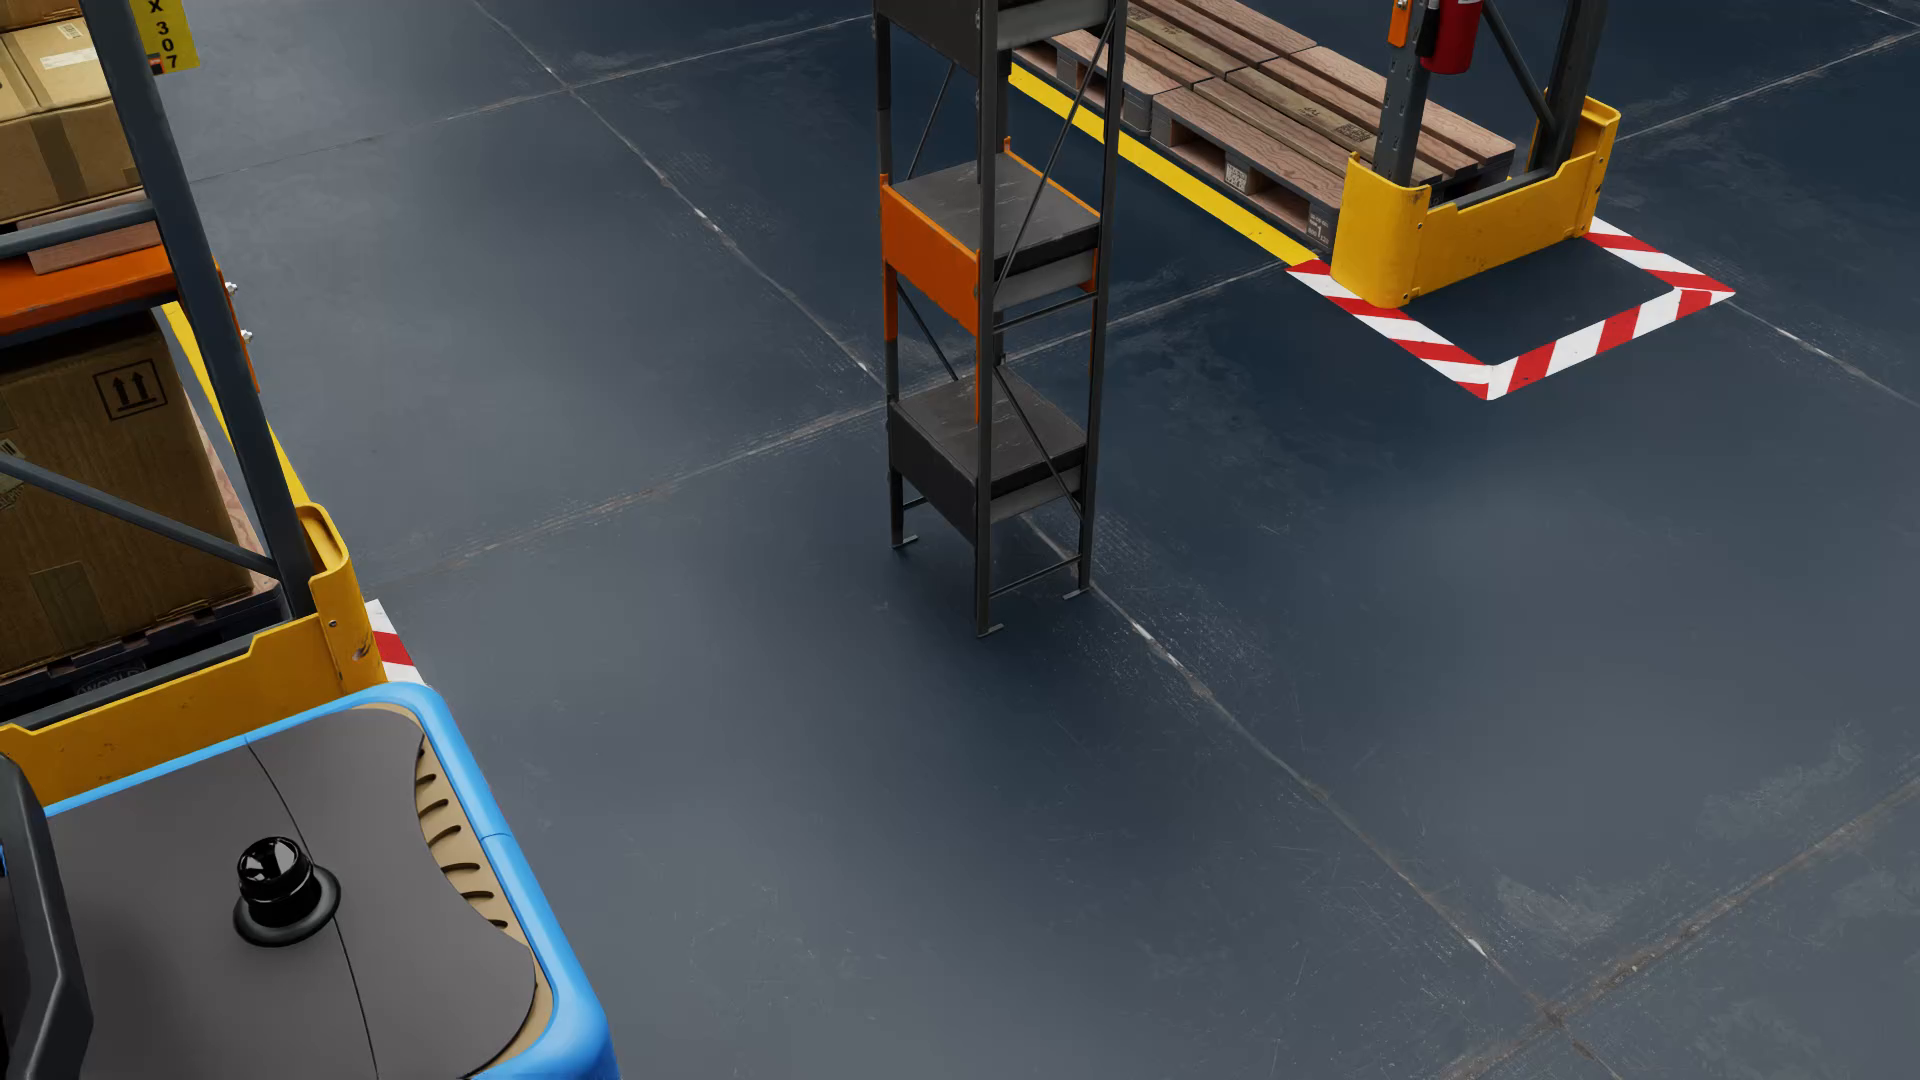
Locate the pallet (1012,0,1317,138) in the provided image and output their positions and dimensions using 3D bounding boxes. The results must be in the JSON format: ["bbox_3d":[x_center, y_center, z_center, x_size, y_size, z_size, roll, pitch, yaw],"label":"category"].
[{"bbox_3d":[0.917,-2.358,7.915,1.003,0.211,1.213,-22,45,-24],"label":"pallet"}]

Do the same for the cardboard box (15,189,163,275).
[{"bbox_3d":[-2.109,-0.817,4.083,0.380,0.149,0.250,-22,44,-24],"label":"cardboard box"}]

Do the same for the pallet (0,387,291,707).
[{"bbox_3d":[-2.692,0.059,5.015,1.003,0.211,1.213,-22,45,-24],"label":"pallet"}]

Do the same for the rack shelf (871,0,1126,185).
[{"bbox_3d":[0.089,-1.245,4.031,0.431,0.518,0.480,-22,45,-24],"label":"rack shelf"}]

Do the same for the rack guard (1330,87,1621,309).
[{"bbox_3d":[2.004,-1.344,6.473,1.175,0.500,0.348,-22,45,-24],"label":"rack guard"}]

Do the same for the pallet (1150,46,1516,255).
[{"bbox_3d":[1.569,-1.700,7.125,1.003,0.211,1.213,-22,45,-24],"label":"pallet"}]

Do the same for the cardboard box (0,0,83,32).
[{"bbox_3d":[-2.496,-1.575,4.096,0.500,0.500,0.500,-23,45,-25],"label":"cardboard box"}]

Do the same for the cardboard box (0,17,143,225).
[{"bbox_3d":[-2.227,-1.017,4.012,0.500,0.250,0.500,-23,45,-25],"label":"cardboard box"}]

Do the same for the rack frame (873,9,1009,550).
[{"bbox_3d":[-0.042,-0.849,4.629,0.400,2.100,0.015,-22,45,-24],"label":"rack frame"}]

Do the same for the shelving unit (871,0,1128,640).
[{"bbox_3d":[0.089,-0.717,4.471,0.431,2.100,0.503,-22,45,-24],"label":"shelving unit"}]

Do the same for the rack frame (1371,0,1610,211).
[{"bbox_3d":[1.980,-2.313,5.683,1.000,3.000,0.127,-22,45,-24],"label":"rack frame"}]

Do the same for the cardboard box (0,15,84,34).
[{"bbox_3d":[-2.512,-1.295,4.346,0.500,0.250,0.500,-23,45,-25],"label":"cardboard box"}]

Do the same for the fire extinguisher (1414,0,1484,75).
[{"bbox_3d":[1.678,-1.902,5.541,0.296,0.674,0.183,-22,45,-24],"label":"fire extinguisher"}]

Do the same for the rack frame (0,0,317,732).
[{"bbox_3d":[-2.196,-0.608,3.637,1.000,3.000,0.127,-22,45,-24],"label":"rack frame"}]

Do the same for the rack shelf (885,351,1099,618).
[{"bbox_3d":[0.089,-0.169,4.927,0.431,0.518,0.480,-22,45,-24],"label":"rack shelf"}]

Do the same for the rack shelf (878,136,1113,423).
[{"bbox_3d":[0.089,-0.707,4.479,0.431,0.518,0.480,-22,45,-24],"label":"rack shelf"}]

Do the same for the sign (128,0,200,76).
[{"bbox_3d":[-1.725,-1.159,3.559,0.100,0.325,0.005,-22,45,-24],"label":"sign"}]

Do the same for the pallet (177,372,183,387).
[{"bbox_3d":[-3.344,-0.599,5.804,1.003,0.211,1.213,-22,45,-24],"label":"pallet"}]

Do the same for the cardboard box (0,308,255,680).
[{"bbox_3d":[-2.608,-0.271,4.564,0.875,0.875,0.875,-22,45,-24],"label":"cardboard box"}]

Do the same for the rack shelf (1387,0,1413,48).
[{"bbox_3d":[0.904,-3.116,7.208,1.077,0.370,4.000,-22,45,-24],"label":"rack shelf"}]

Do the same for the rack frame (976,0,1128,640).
[{"bbox_3d":[0.220,-0.586,4.313,0.400,2.100,0.015,-22,45,-24],"label":"rack frame"}]

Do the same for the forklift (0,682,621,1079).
[{"bbox_3d":[-2.082,0.706,2.114,3.031,2.935,1.130,-21,44,-23],"label":"forklift"}]

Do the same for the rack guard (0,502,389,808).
[{"bbox_3d":[-2.183,0.365,4.421,1.175,0.500,0.348,-22,45,-24],"label":"rack guard"}]

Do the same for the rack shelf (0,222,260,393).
[{"bbox_3d":[-3.272,-1.411,5.162,1.077,0.370,4.000,-22,45,-24],"label":"rack shelf"}]
